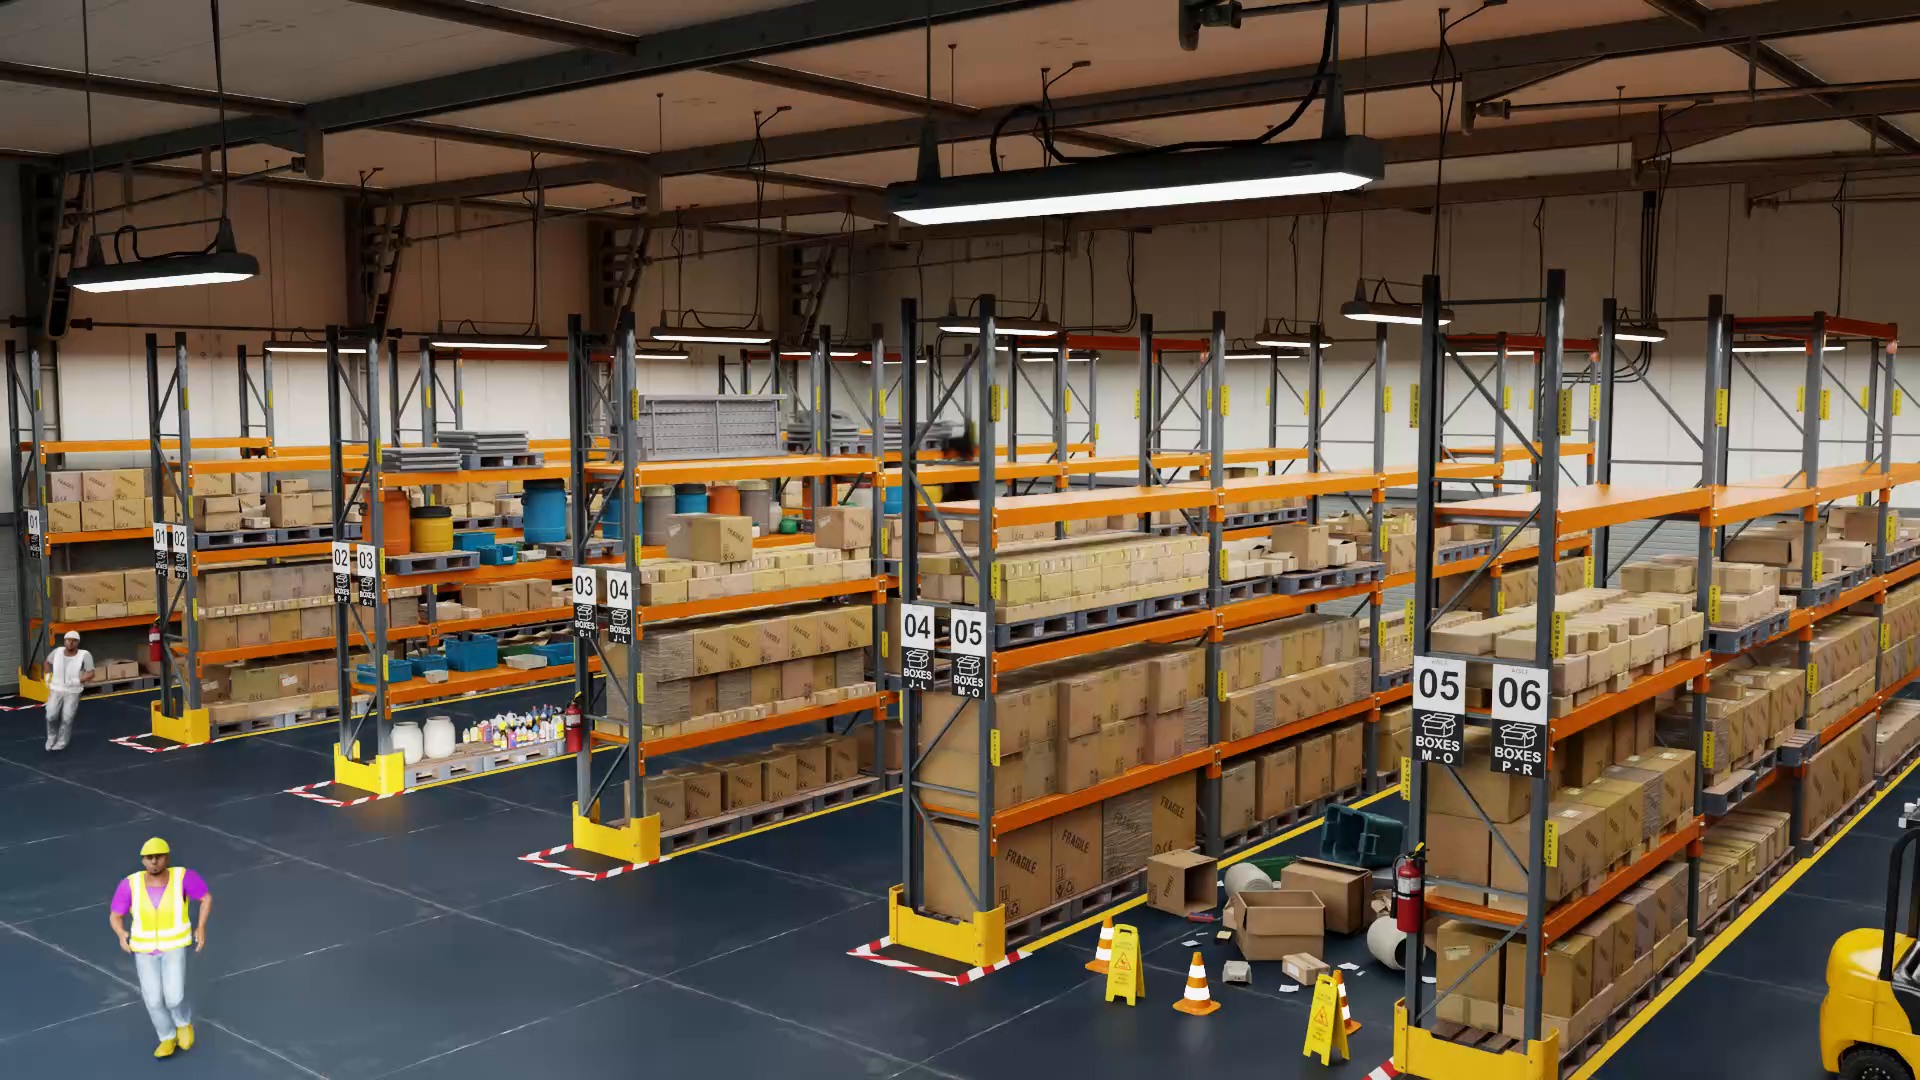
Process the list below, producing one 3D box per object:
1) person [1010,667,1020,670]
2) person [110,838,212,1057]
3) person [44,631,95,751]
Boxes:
[{"bbox_3d":[0.660,2.290,19.240,0.618,1.675,0.803,3,6,28],"label":"person"},{"bbox_3d":[-6.166,3.146,12.801,0.702,1.726,0.568,-1,5,-16],"label":"person"},{"bbox_3d":[-12.737,2.158,23.754,0.714,1.734,0.591,-2,5,-17],"label":"person"}]
